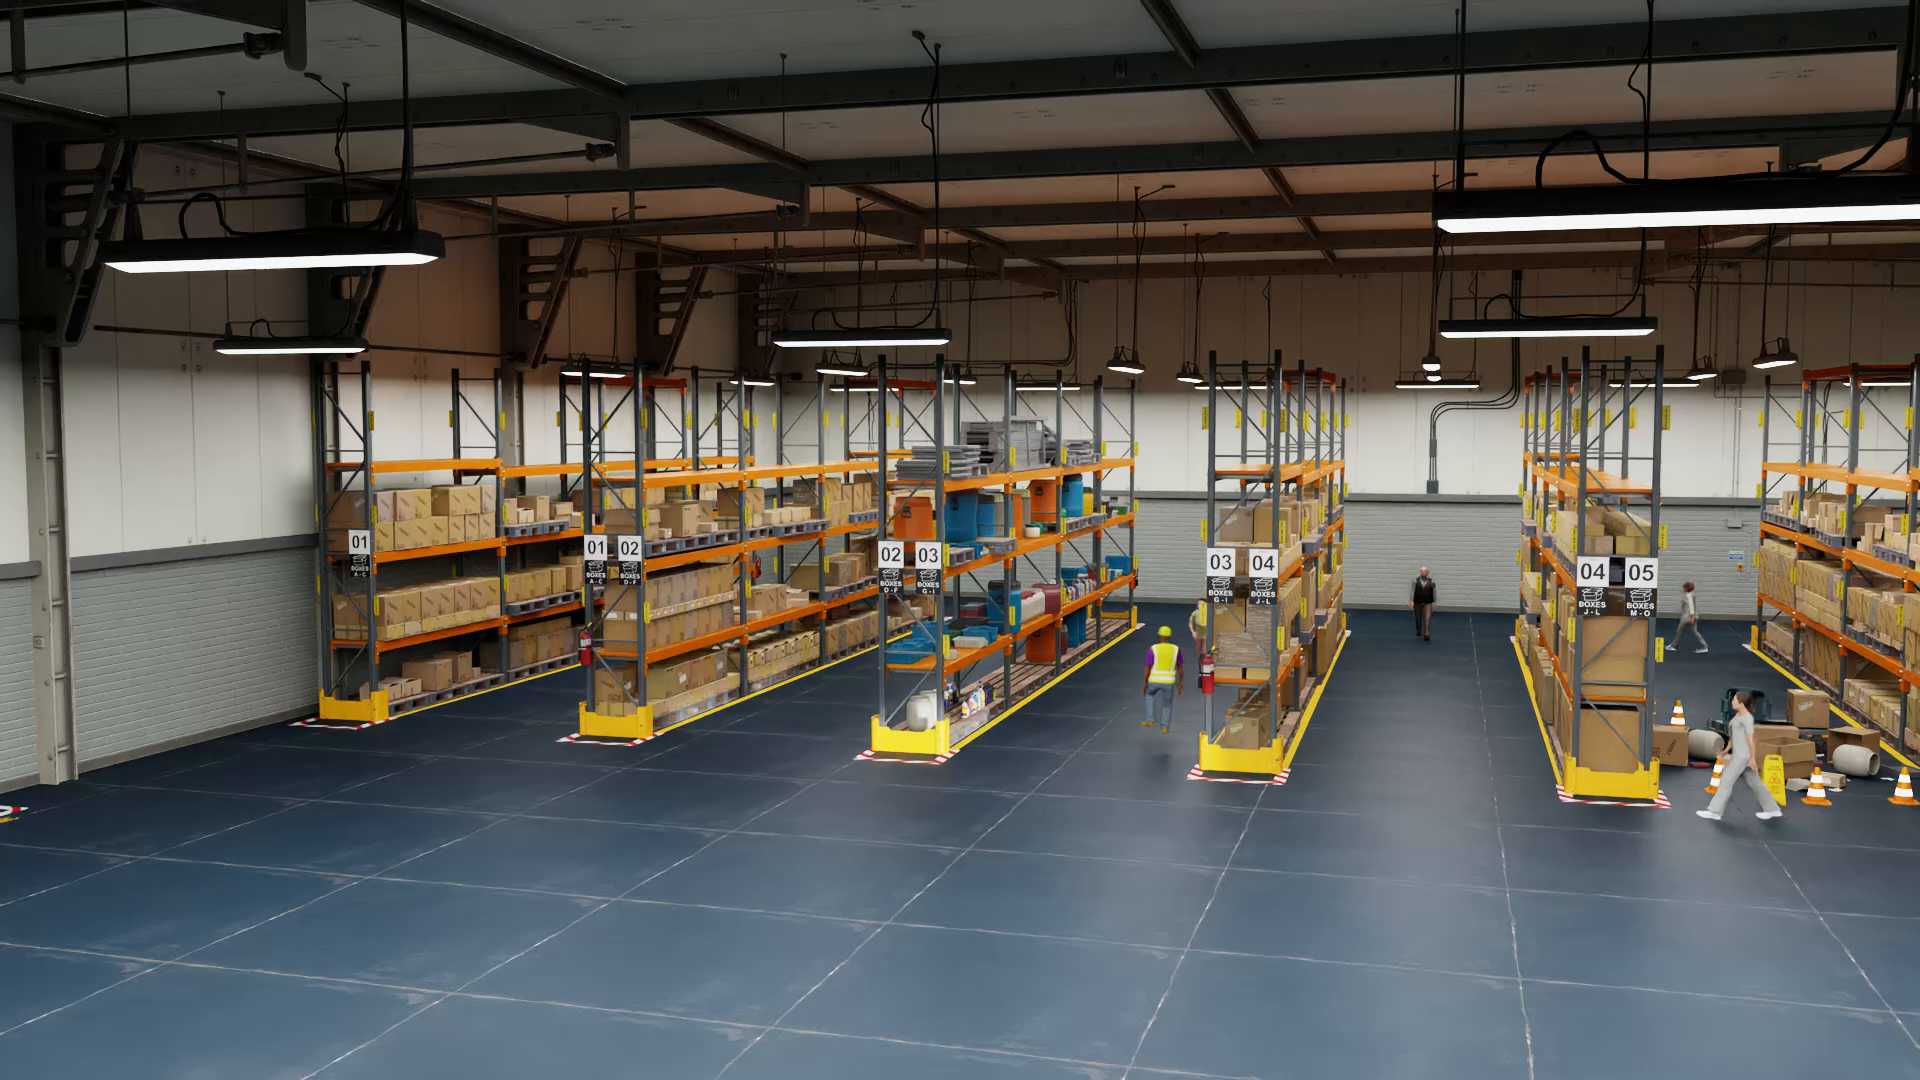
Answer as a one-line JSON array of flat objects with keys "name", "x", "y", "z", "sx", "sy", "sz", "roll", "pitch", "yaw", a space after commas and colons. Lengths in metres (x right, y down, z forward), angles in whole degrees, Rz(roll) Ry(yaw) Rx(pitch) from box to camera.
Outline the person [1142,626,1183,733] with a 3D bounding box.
[{"name": "person", "x": 3.091, "y": 2.106, "z": 25.453, "sx": 0.642, "sy": 1.607, "sz": 0.778, "roll": 1, "pitch": 4, "yaw": 9}]

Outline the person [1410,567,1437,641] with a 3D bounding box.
[{"name": "person", "x": 10.581, "y": 1.450, "z": 37.982, "sx": 0.598, "sy": 1.669, "sz": 1.084, "roll": 1, "pitch": 4, "yaw": 13}]

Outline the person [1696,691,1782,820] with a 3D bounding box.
[{"name": "person", "x": 9.762, "y": 2.694, "z": 20.792, "sx": 0.997, "sy": 1.628, "sz": 0.457, "roll": 1, "pitch": 4, "yaw": 19}]

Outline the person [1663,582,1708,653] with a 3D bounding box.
[{"name": "person", "x": 15.722, "y": 1.656, "z": 35.968, "sx": 0.384, "sy": 1.524, "sz": 0.961, "roll": -4, "pitch": 5, "yaw": -41}]

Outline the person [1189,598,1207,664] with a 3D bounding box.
[{"name": "person", "x": 4.783, "y": 1.901, "z": 32.391, "sx": 0.618, "sy": 1.583, "sz": 0.683, "roll": 2, "pitch": 5, "yaw": 26}]
